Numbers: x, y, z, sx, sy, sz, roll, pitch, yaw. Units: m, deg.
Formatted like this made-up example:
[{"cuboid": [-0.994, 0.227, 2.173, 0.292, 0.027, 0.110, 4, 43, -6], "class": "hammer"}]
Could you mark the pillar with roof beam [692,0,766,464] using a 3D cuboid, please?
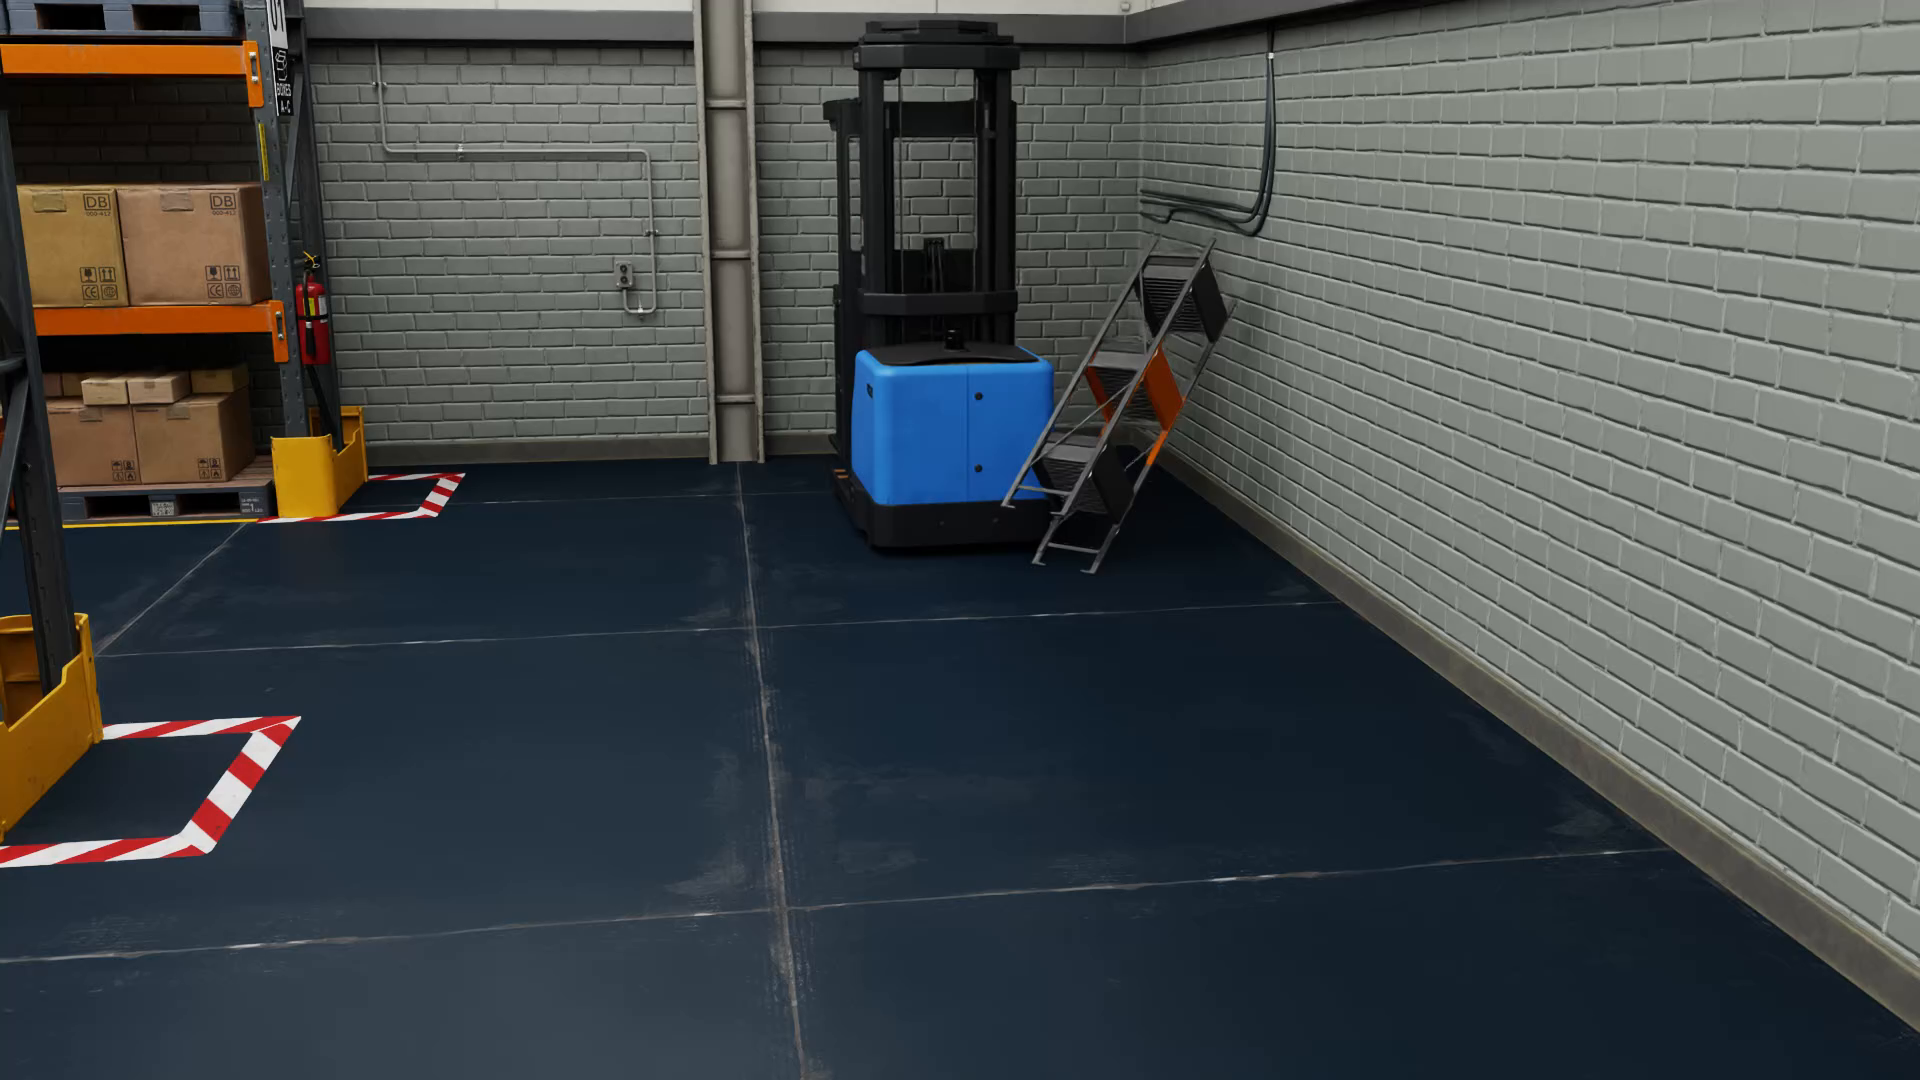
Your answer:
[{"cuboid": [-0.973, -3.913, 6.826, 0.400, 9.000, 9.100, -2, 14, -8], "class": "pillar with roof beam"}]

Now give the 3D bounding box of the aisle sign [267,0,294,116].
[{"cuboid": [-4.040, -2.924, 9.871, 0.004, 0.787, 0.394, -2, 14, -8], "class": "aisle sign"}]

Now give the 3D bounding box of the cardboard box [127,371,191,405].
[{"cuboid": [-4.932, -0.941, 10.249, 0.250, 0.149, 0.380, -2, 14, -9], "class": "cardboard box"}]

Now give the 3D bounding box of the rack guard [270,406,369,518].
[{"cuboid": [-4.132, -0.521, 10.772, 0.348, 0.500, 1.175, -2, 14, -8], "class": "rack guard"}]

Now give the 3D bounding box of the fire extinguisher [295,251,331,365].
[{"cuboid": [-3.937, -1.409, 10.099, 0.183, 0.674, 0.296, -2, 14, -8], "class": "fire extinguisher"}]

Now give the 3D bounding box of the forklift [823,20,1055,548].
[{"cuboid": [-0.250, -1.690, 10.437, 1.130, 2.935, 3.031, -3, 14, -11], "class": "forklift"}]

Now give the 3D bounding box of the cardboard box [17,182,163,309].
[{"cuboid": [-5.376, -1.828, 10.229, 0.700, 0.700, 0.980, -2, 14, -9], "class": "cardboard box"}]

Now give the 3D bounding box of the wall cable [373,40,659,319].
[{"cuboid": [-3.030, -2.500, 11.434, 1.851, 1.984, 0.084, -2, 14, -8], "class": "wall cable"}]

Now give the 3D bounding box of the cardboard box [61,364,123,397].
[{"cuboid": [-5.487, -1.014, 10.542, 0.250, 0.149, 0.380, -2, 14, -8], "class": "cardboard box"}]

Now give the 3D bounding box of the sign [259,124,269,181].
[{"cuboid": [-4.088, -2.278, 9.773, 0.005, 0.325, 0.100, -2, 14, -8], "class": "sign"}]

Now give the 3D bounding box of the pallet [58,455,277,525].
[{"cuboid": [-4.934, -0.332, 10.614, 1.213, 0.211, 1.003, -2, 14, -8], "class": "pallet"}]

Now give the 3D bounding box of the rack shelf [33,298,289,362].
[{"cuboid": [-6.133, -1.311, 10.263, 4.000, 0.370, 1.077, -2, 14, -8], "class": "rack shelf"}]

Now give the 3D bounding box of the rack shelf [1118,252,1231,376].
[{"cuboid": [1.236, -1.325, 9.665, 0.431, 0.480, 0.518, 9, 56, 34], "class": "rack shelf"}]

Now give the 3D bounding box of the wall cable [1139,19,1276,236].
[{"cuboid": [1.491, -3.256, 10.587, 0.112, 2.526, 3.097, -2, 14, -8], "class": "wall cable"}]

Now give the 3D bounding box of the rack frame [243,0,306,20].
[{"cuboid": [-4.155, -4.643, 9.735, 0.127, 3.000, 1.000, -2, 14, -8], "class": "rack frame"}]

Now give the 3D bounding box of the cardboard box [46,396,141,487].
[{"cuboid": [-5.327, -0.656, 10.448, 0.500, 0.500, 0.700, -2, 14, -8], "class": "cardboard box"}]

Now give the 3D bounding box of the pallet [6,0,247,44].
[{"cuboid": [-4.887, -3.115, 9.994, 1.213, 0.211, 1.003, -2, 14, -8], "class": "pallet"}]

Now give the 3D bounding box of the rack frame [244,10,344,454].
[{"cuboid": [-4.155, -1.733, 10.465, 0.127, 3.000, 1.000, -2, 14, -8], "class": "rack frame"}]

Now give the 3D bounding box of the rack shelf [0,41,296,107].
[{"cuboid": [-6.133, -2.766, 9.899, 4.000, 0.370, 1.077, -2, 14, -8], "class": "rack shelf"}]

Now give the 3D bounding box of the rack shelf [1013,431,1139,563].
[{"cuboid": [0.617, -0.253, 9.010, 0.431, 0.480, 0.518, 9, 56, 34], "class": "rack shelf"}]

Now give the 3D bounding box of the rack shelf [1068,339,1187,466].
[{"cuboid": [0.926, -0.789, 9.338, 0.431, 0.480, 0.518, 9, 56, 34], "class": "rack shelf"}]

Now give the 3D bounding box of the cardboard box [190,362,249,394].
[{"cuboid": [-4.739, -1.042, 10.652, 0.250, 0.149, 0.380, -2, 14, -8], "class": "cardboard box"}]

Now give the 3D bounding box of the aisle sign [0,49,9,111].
[{"cuboid": [-3.390, -1.875, 5.689, 0.004, 0.787, 0.394, -2, 14, -8], "class": "aisle sign"}]

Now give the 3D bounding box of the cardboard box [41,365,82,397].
[{"cuboid": [-5.739, -1.005, 10.505, 0.250, 0.149, 0.380, -2, 14, -8], "class": "cardboard box"}]

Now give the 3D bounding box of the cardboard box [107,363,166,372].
[{"cuboid": [-5.240, -1.023, 10.578, 0.250, 0.149, 0.380, -2, 14, -8], "class": "cardboard box"}]

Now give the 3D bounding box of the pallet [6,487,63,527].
[{"cuboid": [-6.138, -0.289, 10.440, 1.213, 0.211, 1.003, -2, 14, -8], "class": "pallet"}]

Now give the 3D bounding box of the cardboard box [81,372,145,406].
[{"cuboid": [-5.185, -0.931, 10.211, 0.250, 0.149, 0.380, -2, 14, -7], "class": "cardboard box"}]

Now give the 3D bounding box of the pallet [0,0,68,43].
[{"cuboid": [-6.096, -3.070, 9.814, 1.213, 0.211, 1.003, -2, 14, -8], "class": "pallet"}]

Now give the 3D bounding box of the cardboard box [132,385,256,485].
[{"cuboid": [-4.833, -0.675, 10.521, 0.500, 0.500, 0.700, -2, 14, -8], "class": "cardboard box"}]

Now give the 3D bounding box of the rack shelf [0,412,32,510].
[{"cuboid": [-5.391, -0.120, 5.513, 4.000, 0.370, 1.077, -2, 14, -8], "class": "rack shelf"}]

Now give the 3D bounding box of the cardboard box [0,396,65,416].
[{"cuboid": [-5.825, -0.638, 10.375, 0.500, 0.500, 0.700, -3, 14, -10], "class": "cardboard box"}]

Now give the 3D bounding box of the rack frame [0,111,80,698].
[{"cuboid": [-3.414, -0.541, 5.714, 0.127, 3.000, 1.000, -2, 14, -8], "class": "rack frame"}]

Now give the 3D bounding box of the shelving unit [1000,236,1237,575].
[{"cuboid": [0.932, -0.799, 9.344, 0.431, 0.503, 2.100, 9, 56, 34], "class": "shelving unit"}]

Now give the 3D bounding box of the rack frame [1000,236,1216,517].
[{"cuboid": [0.843, -0.953, 9.176, 0.400, 0.015, 2.100, 9, 56, 34], "class": "rack frame"}]

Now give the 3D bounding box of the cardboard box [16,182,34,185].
[{"cuboid": [-6.131, -1.803, 10.128, 0.700, 0.700, 0.980, -3, 14, -11], "class": "cardboard box"}]

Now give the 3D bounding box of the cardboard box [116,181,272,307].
[{"cuboid": [-4.658, -1.857, 10.345, 0.700, 0.700, 0.980, -1, 14, -6], "class": "cardboard box"}]

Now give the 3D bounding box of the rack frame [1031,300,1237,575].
[{"cuboid": [1.021, -0.646, 9.511, 0.400, 0.015, 2.100, 9, 56, 34], "class": "rack frame"}]

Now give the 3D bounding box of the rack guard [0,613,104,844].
[{"cuboid": [-3.489, 0.674, 6.007, 0.348, 0.500, 1.175, -2, 14, -8], "class": "rack guard"}]
